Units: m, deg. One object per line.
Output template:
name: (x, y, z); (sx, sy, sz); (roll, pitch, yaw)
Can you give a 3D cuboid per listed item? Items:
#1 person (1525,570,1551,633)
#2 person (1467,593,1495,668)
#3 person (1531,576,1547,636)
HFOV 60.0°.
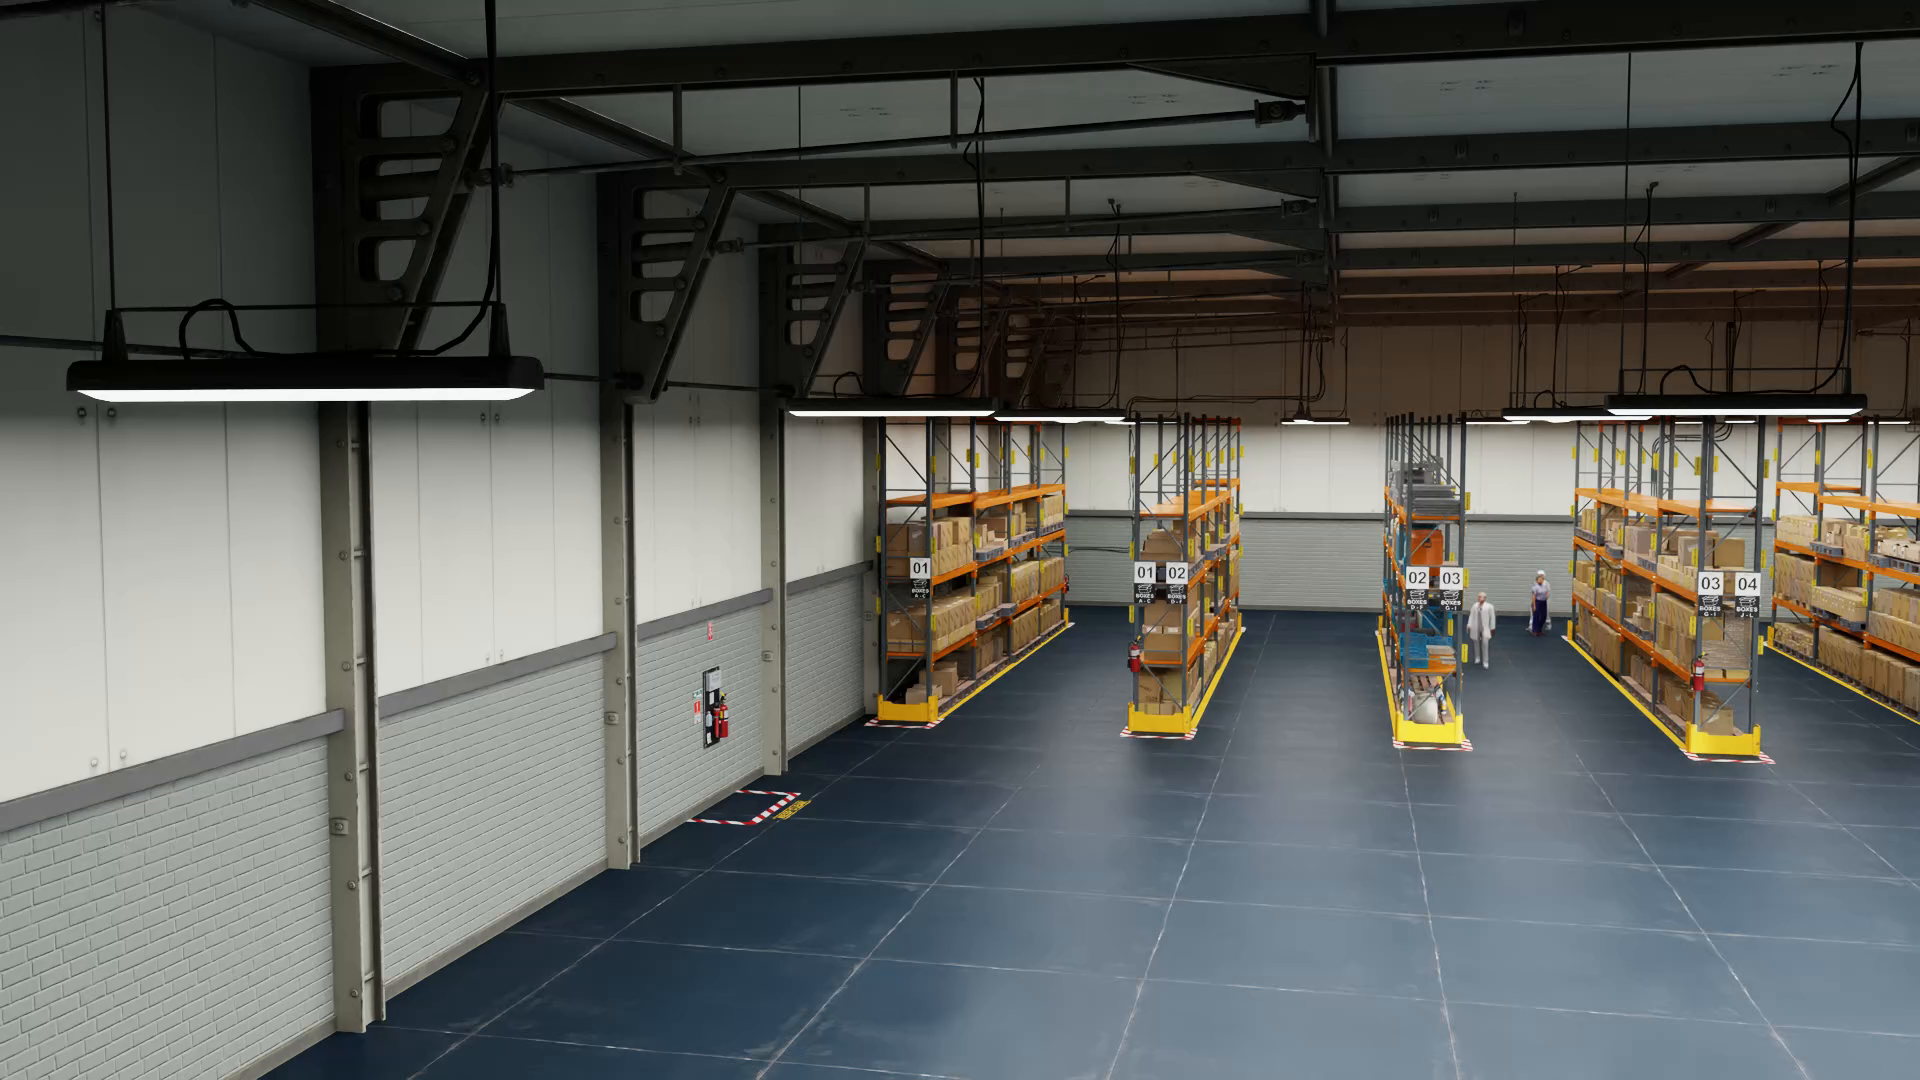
person: (16.148, 1.718, 46.286); (0.534, 1.738, 1.113); (3, 5, 42)
person: (12.492, 2.158, 39.871); (0.662, 1.703, 1.019); (1, 4, 15)
person: (15.931, 1.815, 45.757); (0.524, 1.675, 0.375); (-2, 4, -27)
